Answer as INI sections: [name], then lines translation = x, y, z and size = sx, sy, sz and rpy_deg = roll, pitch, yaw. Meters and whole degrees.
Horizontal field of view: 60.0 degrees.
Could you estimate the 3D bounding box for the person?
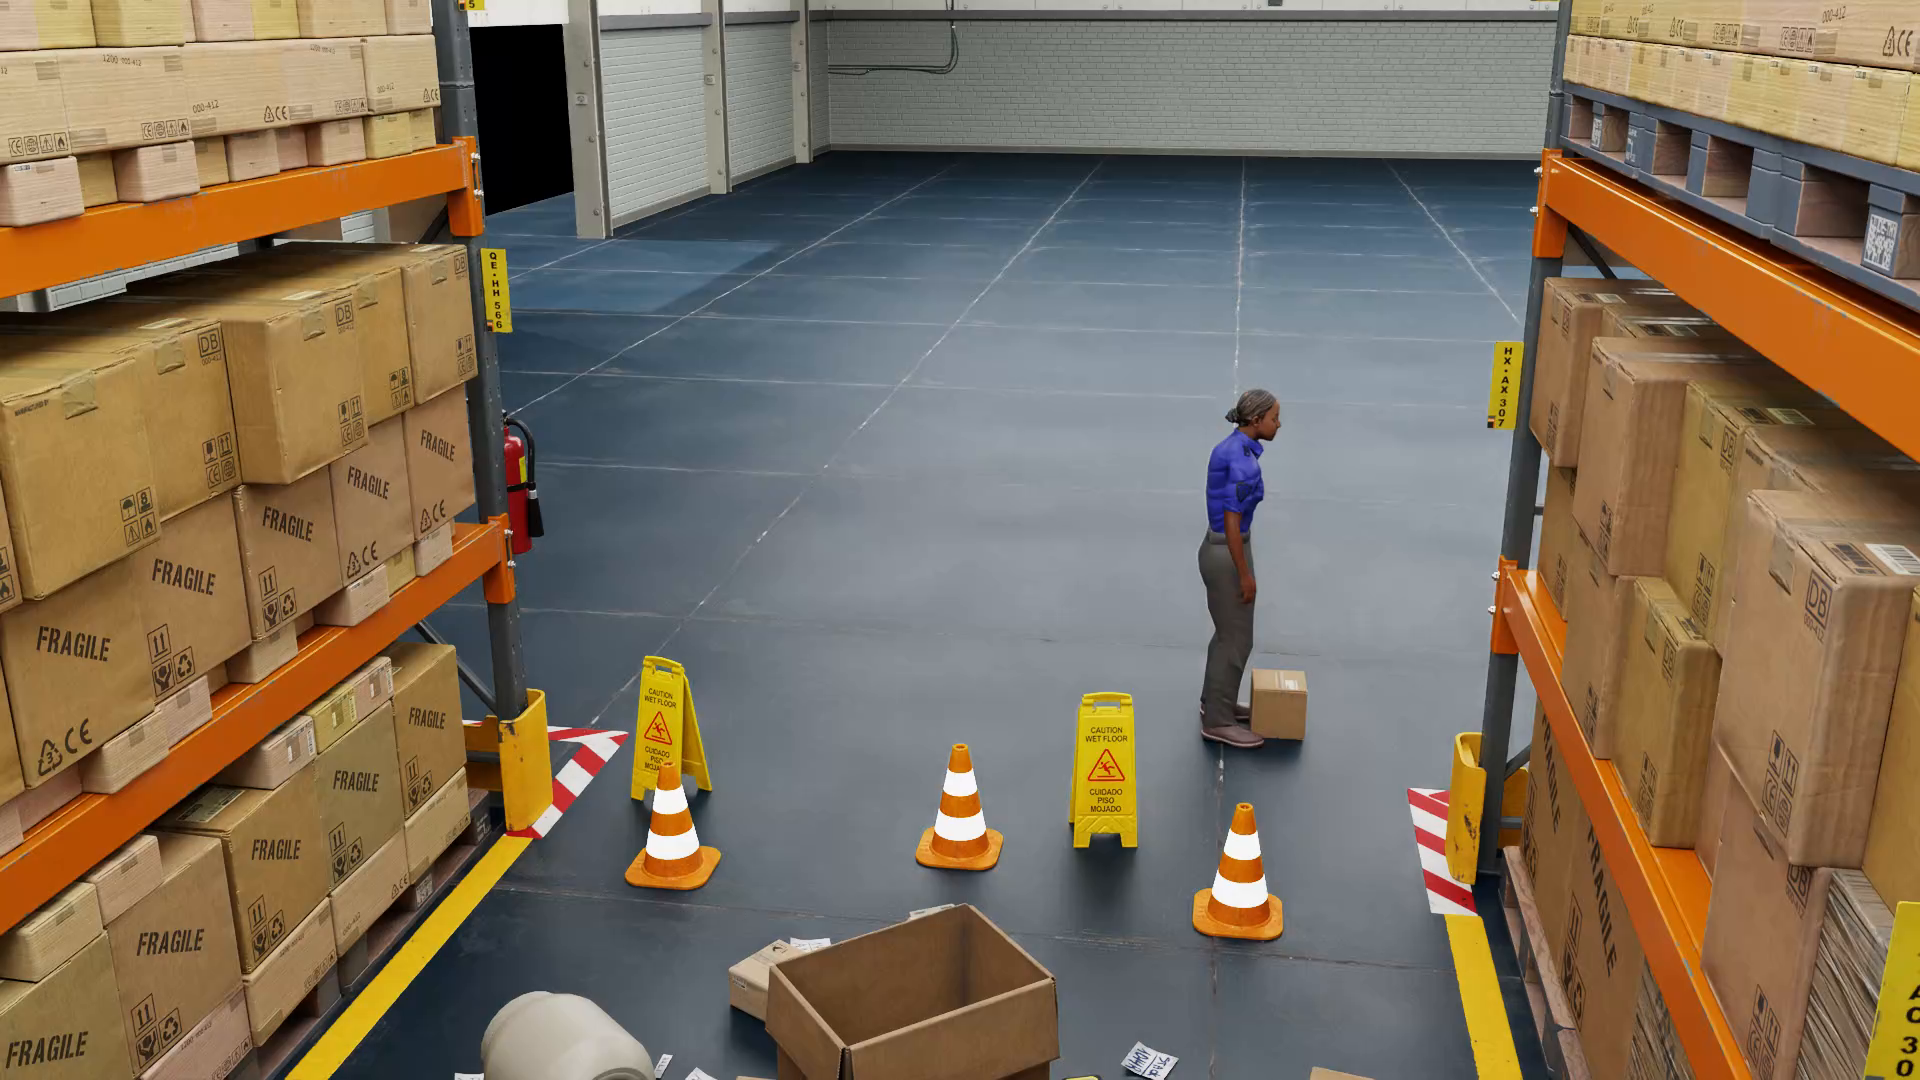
[person]
translation = 1.285, 0.105, 7.739
size = 0.346, 1.656, 0.529
rpy_deg = 2, 18, 6
